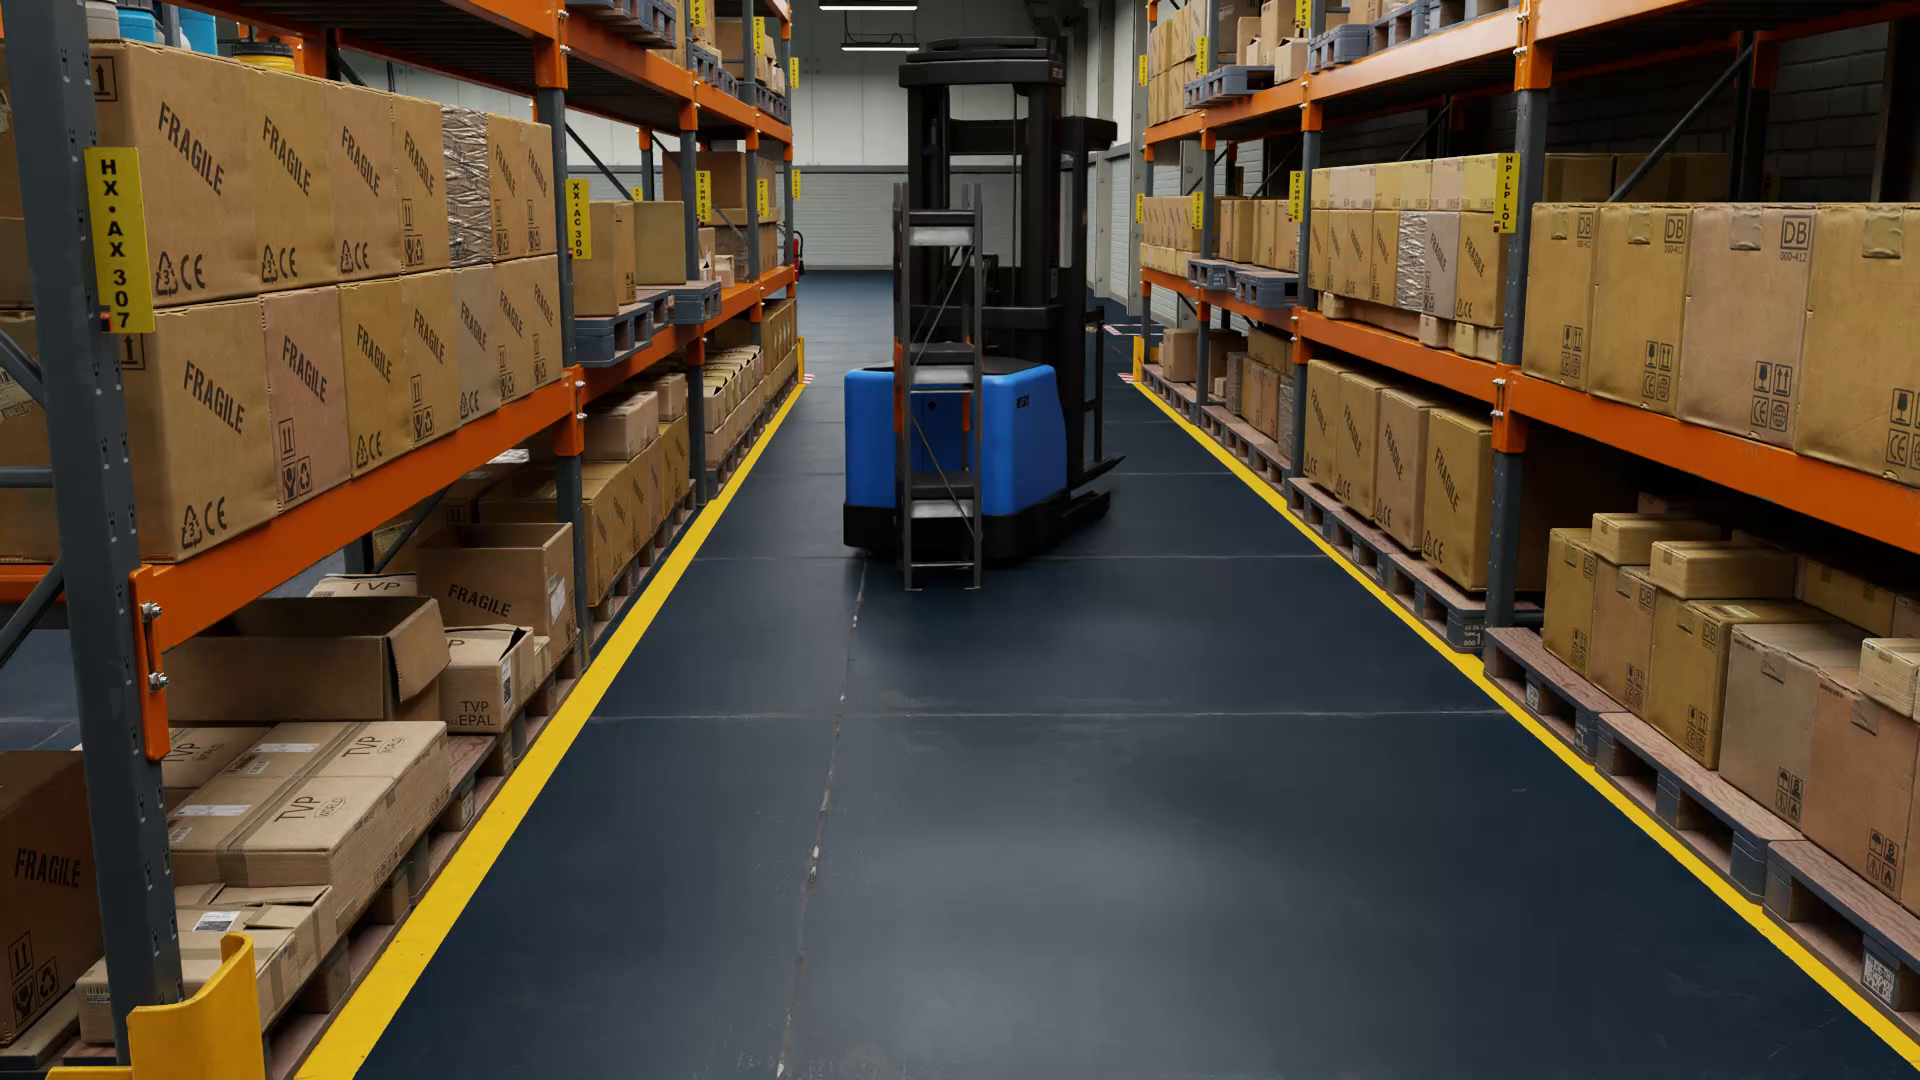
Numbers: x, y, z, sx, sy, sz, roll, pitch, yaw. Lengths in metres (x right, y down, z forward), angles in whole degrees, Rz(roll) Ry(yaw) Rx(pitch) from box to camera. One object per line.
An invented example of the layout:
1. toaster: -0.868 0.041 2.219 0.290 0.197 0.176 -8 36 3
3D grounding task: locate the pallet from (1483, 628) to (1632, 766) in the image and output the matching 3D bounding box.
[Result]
1. pallet: 2.763 0.595 6.594 1.003 0.211 1.213 0 11 -1

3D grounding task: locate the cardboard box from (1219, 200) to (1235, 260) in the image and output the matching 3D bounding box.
1. cardboard box: 2.637 -2.676 14.349 0.700 0.500 0.500 0 11 -1

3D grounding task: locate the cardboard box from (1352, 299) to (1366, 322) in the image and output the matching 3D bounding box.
1. cardboard box: 2.564 -1.385 9.925 0.380 0.149 0.250 0 11 -2

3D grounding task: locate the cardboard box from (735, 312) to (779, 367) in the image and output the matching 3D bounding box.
1. cardboard box: -2.007 -1.911 15.906 0.500 0.500 0.500 0 11 -1

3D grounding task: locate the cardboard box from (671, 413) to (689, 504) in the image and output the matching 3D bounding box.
1. cardboard box: -1.956 -0.502 10.172 0.500 0.500 0.500 0 11 1

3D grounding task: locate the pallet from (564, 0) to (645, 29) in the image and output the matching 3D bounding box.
1. pallet: -2.070 -2.410 7.320 1.213 0.211 1.003 0 11 -1

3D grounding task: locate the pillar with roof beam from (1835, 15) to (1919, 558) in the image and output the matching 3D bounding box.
1. pillar with roof beam: -0.599 -3.710 5.711 9.100 9.000 0.400 0 11 -1

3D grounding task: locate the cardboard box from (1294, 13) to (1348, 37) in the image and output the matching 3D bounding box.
1. cardboard box: 2.809 -3.506 11.944 0.797 0.503 0.637 1 12 7

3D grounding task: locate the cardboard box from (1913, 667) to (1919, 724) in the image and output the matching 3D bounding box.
1. cardboard box: 2.609 0.410 4.092 0.380 0.149 0.250 0 11 -2

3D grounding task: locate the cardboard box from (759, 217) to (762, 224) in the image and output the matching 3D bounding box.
1. cardboard box: -2.135 -3.169 16.253 0.380 0.149 0.250 -1 11 -3

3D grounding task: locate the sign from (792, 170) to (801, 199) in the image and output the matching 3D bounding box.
1. sign: -1.832 -3.970 18.576 0.100 0.325 0.005 0 11 -1

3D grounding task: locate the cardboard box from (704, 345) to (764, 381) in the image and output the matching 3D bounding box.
1. cardboard box: -1.997 -1.546 14.583 0.500 0.311 0.500 0 11 -1

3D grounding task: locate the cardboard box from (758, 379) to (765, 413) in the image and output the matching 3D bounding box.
1. cardboard box: -1.994 -1.269 14.629 0.500 0.250 0.500 0 11 -2

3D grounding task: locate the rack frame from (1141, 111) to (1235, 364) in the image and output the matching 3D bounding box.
1. rack frame: 2.578 -3.308 18.821 1.000 3.000 0.127 0 11 -1

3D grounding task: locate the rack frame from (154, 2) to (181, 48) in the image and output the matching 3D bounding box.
1. rack frame: -7.245 -5.412 14.105 1.000 3.000 0.127 0 11 -1

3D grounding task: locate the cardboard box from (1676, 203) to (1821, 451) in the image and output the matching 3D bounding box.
1. cardboard box: 2.855 -0.672 5.074 0.980 0.700 0.700 -1 11 -4

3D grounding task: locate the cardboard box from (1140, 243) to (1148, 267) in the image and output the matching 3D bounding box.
1. cardboard box: 2.270 -3.146 18.350 0.500 0.250 0.500 -1 11 -3

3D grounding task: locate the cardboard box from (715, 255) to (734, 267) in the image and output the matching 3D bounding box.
1. cardboard box: -2.239 -2.321 14.331 0.500 0.250 0.500 0 11 2

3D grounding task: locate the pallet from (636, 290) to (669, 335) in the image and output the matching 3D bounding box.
1. pallet: -2.165 -1.216 8.992 1.003 0.211 1.213 0 11 -1

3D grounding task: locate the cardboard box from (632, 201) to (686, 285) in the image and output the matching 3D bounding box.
1. cardboard box: -2.084 -1.827 10.212 0.700 0.500 0.500 -4 12 -20

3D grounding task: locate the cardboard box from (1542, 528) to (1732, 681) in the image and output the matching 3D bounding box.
1. cardboard box: 2.738 0.246 6.535 0.700 0.500 0.500 0 11 0

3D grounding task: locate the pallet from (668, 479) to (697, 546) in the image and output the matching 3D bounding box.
1. pallet: -2.232 -0.182 10.424 1.003 0.211 1.213 0 11 -1

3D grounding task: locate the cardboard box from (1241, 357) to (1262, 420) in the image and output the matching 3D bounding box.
1. cardboard box: 2.753 -1.255 13.881 0.700 0.500 0.500 0 11 -2

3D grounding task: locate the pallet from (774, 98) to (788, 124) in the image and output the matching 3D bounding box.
1. pallet: -2.386 -4.573 17.735 1.003 0.211 1.213 0 11 -1

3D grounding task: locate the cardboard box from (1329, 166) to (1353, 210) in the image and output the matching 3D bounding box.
1. cardboard box: 2.506 -2.092 9.890 0.500 0.250 0.500 0 11 -2

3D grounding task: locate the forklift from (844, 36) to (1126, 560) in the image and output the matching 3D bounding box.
1. forklift: 0.335 -1.577 10.459 1.130 2.935 3.031 4 12 21

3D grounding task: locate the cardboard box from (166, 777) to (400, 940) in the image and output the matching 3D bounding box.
1. cardboard box: -1.782 0.817 4.298 0.500 0.250 0.500 0 11 -1

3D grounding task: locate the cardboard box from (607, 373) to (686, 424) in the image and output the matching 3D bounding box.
1. cardboard box: -1.950 -0.859 10.042 0.500 0.250 0.500 0 11 1

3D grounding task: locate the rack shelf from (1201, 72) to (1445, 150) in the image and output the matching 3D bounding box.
1. rack shelf: 2.702 -3.233 12.716 1.077 0.370 4.000 0 11 -1

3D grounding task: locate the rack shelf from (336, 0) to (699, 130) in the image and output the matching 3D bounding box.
1. rack shelf: -2.168 -2.417 8.692 1.077 0.370 4.000 0 11 -1

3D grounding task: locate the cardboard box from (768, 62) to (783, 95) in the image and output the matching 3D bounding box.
1. cardboard box: -2.076 -4.650 16.704 0.500 0.311 0.500 1 12 6

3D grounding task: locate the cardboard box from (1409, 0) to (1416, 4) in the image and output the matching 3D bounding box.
1. cardboard box: 2.872 -3.141 9.096 0.700 0.500 0.500 0 11 2

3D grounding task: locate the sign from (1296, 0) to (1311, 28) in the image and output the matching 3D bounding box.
1. sign: 2.200 -3.440 10.624 0.100 0.325 0.005 0 11 -1

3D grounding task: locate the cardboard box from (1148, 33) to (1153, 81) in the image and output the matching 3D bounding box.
1. cardboard box: 2.343 -5.249 18.029 0.500 0.500 0.500 -1 12 -5

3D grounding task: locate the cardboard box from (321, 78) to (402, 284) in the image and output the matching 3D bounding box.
1. cardboard box: -1.814 -0.938 4.373 0.500 0.500 0.500 0 11 0

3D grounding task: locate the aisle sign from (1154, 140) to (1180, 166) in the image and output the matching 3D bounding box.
1. aisle sign: 2.276 -4.595 18.627 0.394 0.787 0.004 0 11 -1

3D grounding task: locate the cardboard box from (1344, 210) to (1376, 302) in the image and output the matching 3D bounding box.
1. cardboard box: 2.508 -1.622 9.460 0.500 0.500 0.500 0 11 -1

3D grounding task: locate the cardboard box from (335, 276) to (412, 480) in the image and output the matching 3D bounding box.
1. cardboard box: -1.813 -0.447 4.468 0.500 0.500 0.500 0 11 -1

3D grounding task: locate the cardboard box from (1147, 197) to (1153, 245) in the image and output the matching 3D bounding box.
1. cardboard box: 2.287 -3.418 17.801 0.500 0.500 0.500 0 11 -1

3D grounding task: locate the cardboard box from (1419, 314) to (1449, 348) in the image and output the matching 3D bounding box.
1. cardboard box: 2.482 -1.030 8.171 0.380 0.149 0.250 0 11 -1

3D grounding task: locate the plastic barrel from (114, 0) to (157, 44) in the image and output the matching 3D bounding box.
1. plastic barrel: -7.017 -4.088 13.859 0.600 0.901 0.708 0 11 -1

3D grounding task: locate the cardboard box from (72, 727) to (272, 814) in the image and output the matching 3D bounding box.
1. cardboard box: -2.292 0.729 4.729 0.500 0.250 0.500 0 11 -1

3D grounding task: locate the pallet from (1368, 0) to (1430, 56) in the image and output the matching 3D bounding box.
1. pallet: 2.835 -2.745 8.978 1.003 0.211 1.213 0 11 1

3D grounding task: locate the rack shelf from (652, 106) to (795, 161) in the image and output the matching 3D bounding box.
1. rack shelf: -2.334 -4.007 16.531 1.077 0.370 4.000 0 11 -1

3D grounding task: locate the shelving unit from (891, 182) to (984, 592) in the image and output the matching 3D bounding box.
1. shelving unit: -0.122 -0.810 8.770 0.431 2.100 0.503 -1 12 -7

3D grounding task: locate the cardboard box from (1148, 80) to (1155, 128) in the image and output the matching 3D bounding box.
1. cardboard box: 2.334 -4.770 18.178 0.500 0.500 0.500 0 11 0

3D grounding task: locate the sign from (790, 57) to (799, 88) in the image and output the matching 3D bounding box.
1. sign: -1.832 -5.152 18.336 0.100 0.325 0.005 0 11 -1

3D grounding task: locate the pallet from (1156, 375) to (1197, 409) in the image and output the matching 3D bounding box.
1. pallet: 2.583 -1.523 17.035 1.003 0.211 1.213 0 11 -1

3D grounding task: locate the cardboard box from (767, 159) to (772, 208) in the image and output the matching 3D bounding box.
1. cardboard box: -2.361 -3.764 17.554 0.700 0.500 0.500 -1 11 -3

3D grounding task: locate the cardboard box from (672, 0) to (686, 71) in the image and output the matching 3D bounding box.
1. cardboard box: -2.167 -3.129 10.144 0.910 0.500 0.500 0 11 -1

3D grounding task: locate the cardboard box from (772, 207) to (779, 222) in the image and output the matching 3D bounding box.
1. cardboard box: -2.170 -3.527 18.016 0.380 0.149 0.250 0 11 0

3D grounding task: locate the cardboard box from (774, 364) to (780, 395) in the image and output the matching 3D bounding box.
1. cardboard box: -2.004 -1.543 15.980 0.500 0.250 0.500 0 11 -1
